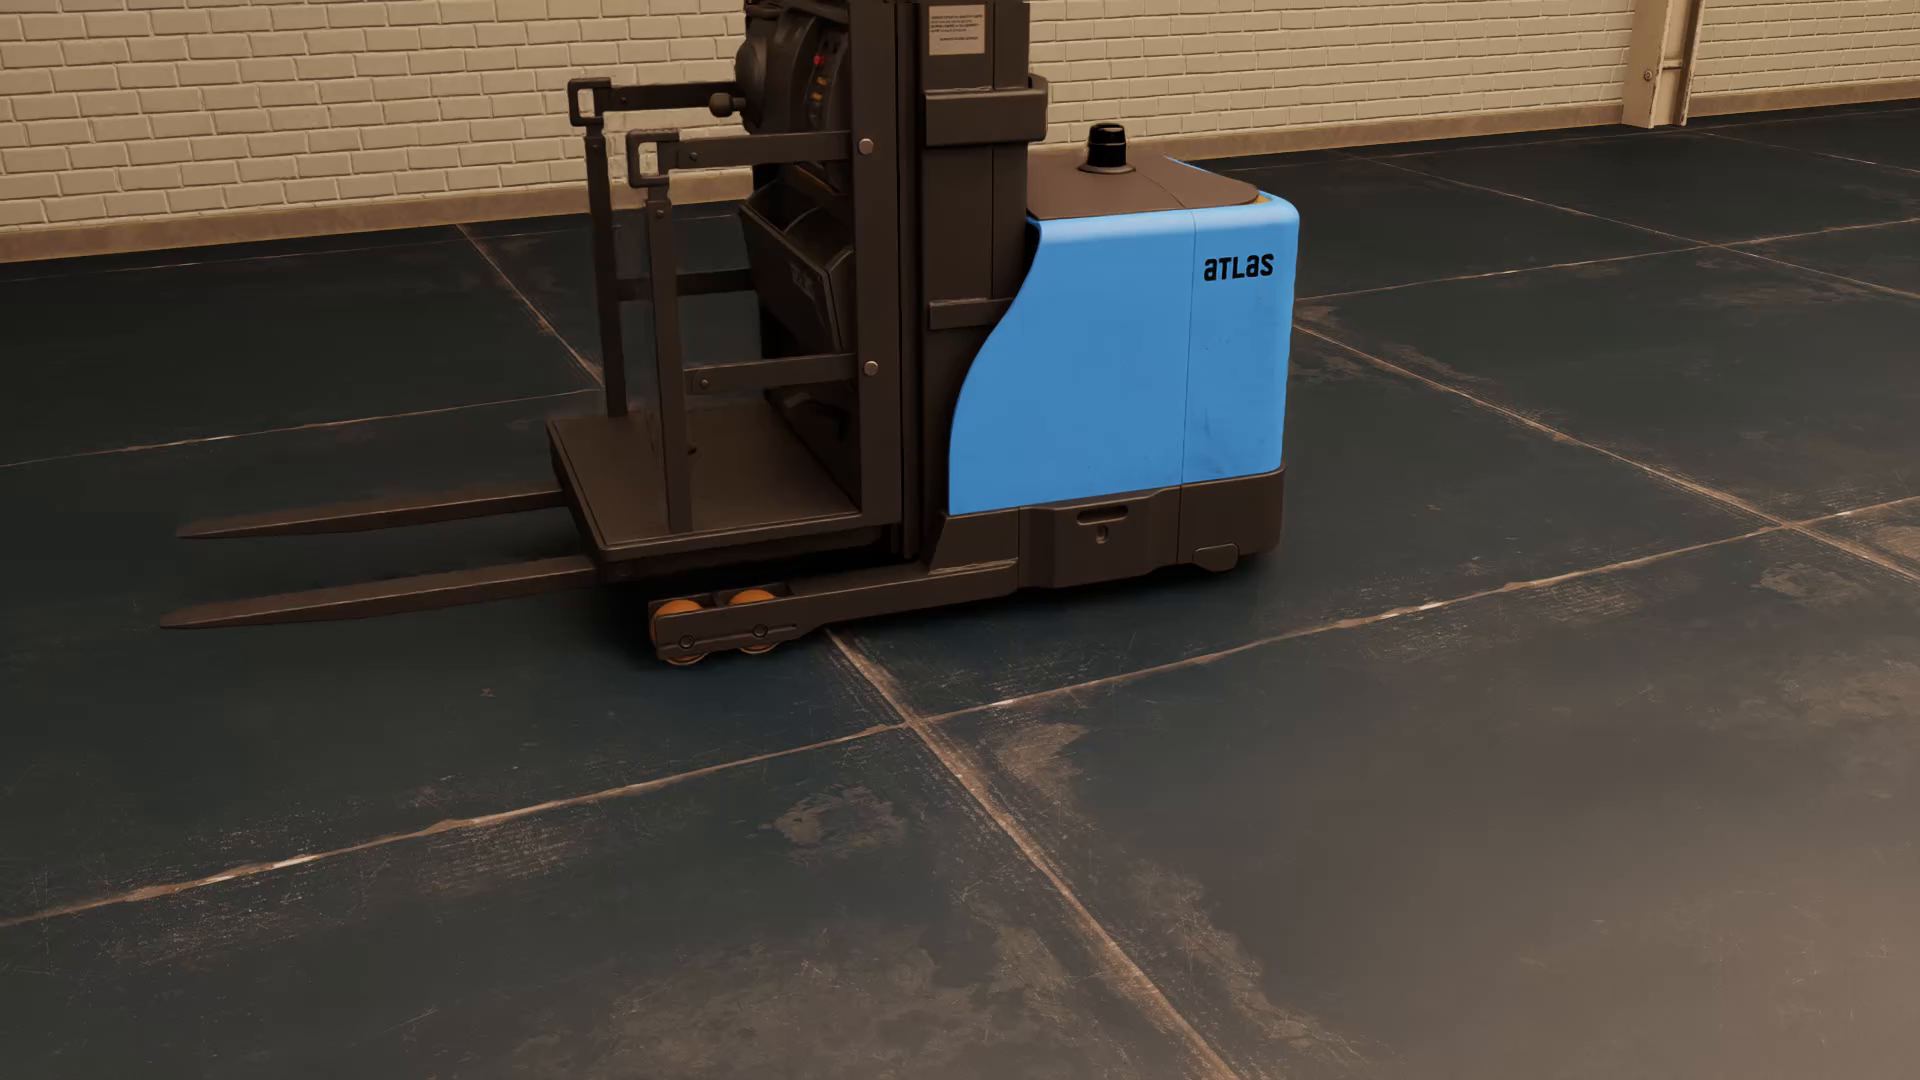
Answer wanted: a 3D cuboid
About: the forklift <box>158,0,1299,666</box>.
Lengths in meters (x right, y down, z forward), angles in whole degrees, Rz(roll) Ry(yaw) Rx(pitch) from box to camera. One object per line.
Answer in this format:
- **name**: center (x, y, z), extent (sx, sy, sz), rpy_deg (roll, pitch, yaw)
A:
- **forklift**: center (-0.629, -1.256, 4.310), extent (3.031, 2.935, 1.130), rpy_deg (-8, 24, -18)
